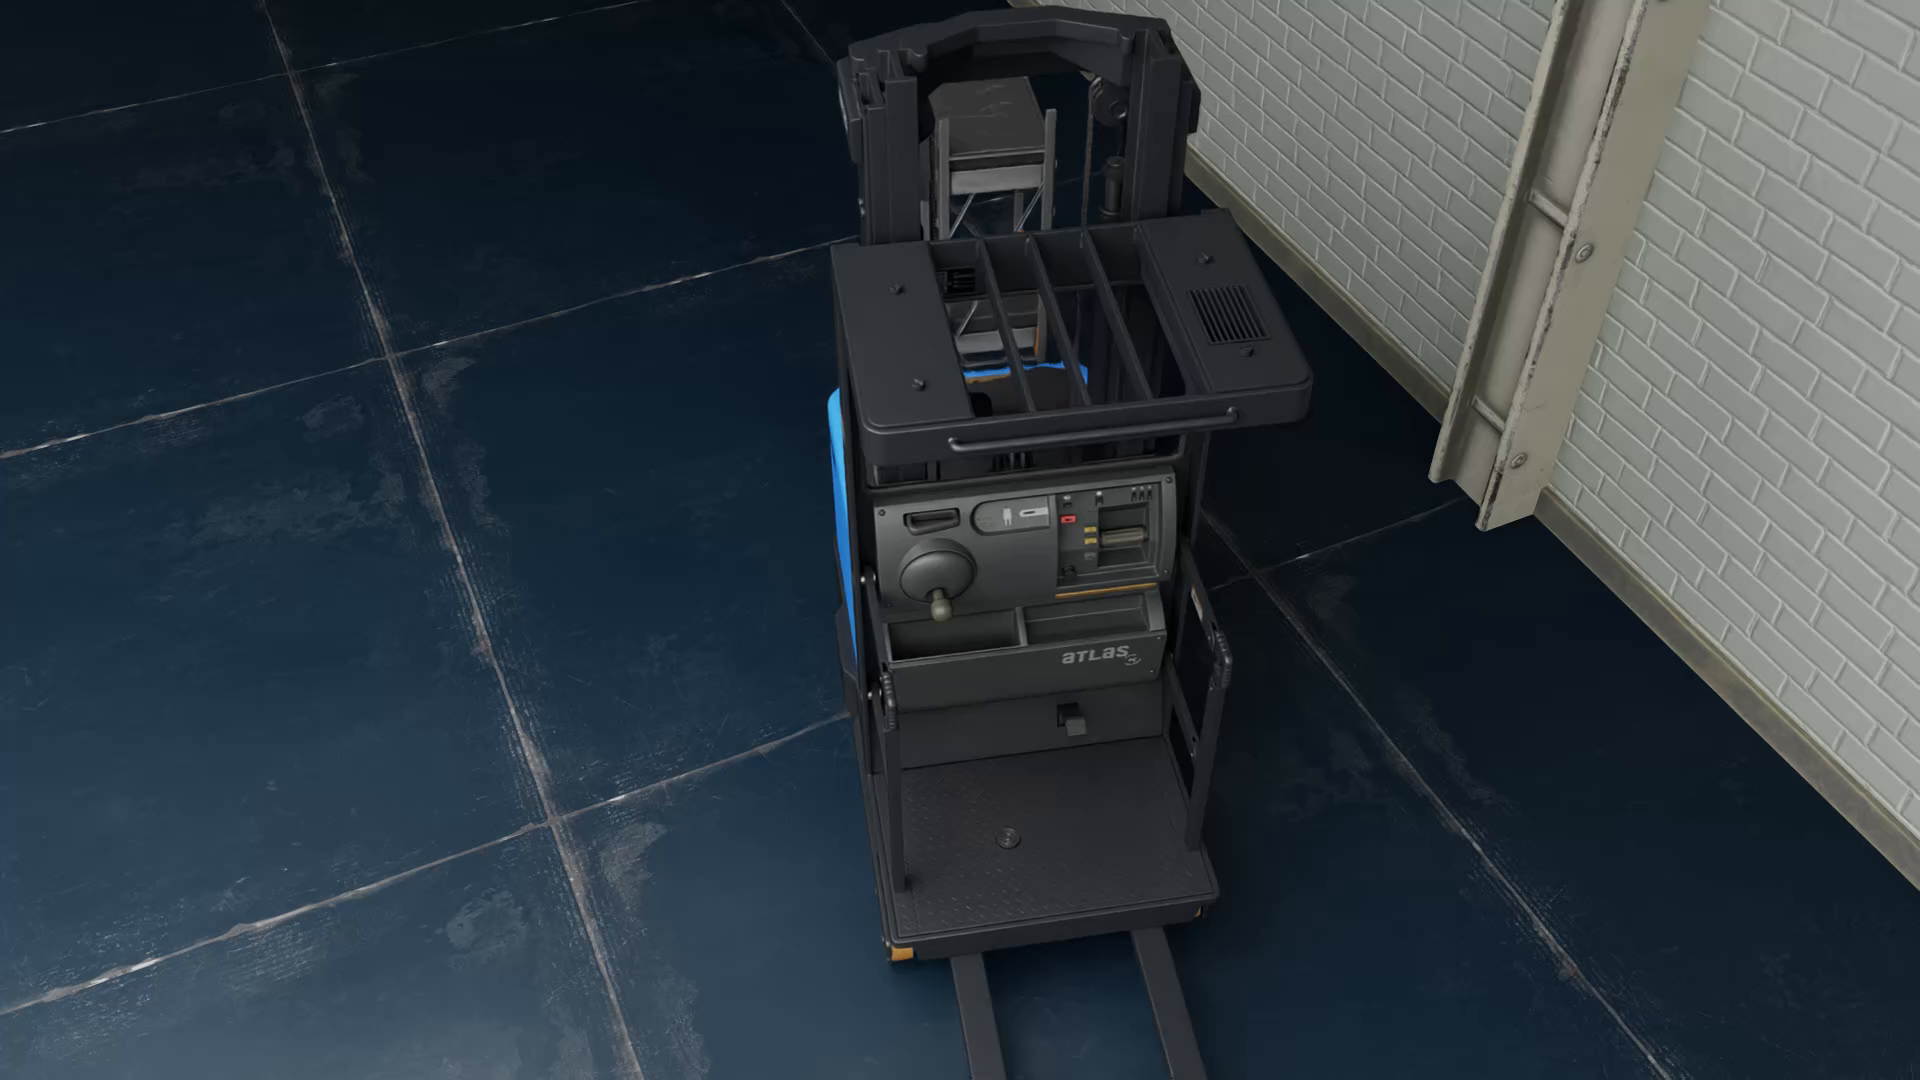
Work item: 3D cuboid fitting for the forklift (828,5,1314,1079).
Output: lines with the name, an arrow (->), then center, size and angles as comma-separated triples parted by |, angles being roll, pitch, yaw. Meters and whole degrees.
forklift -> 0.242, 0.107, 4.924 | 1.130, 2.935, 3.031 | -7, 45, -7

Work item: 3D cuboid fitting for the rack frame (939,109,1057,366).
rack frame -> 0.127, -0.677, 6.310 | 0.400, 2.100, 0.015 | -7, 45, -7

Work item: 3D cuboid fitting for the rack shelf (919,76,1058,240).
rack shelf -> 0.087, -1.335, 5.999 | 0.431, 0.518, 0.480 | -7, 45, -7

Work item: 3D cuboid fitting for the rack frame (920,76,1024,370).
rack frame -> 0.047, -1.015, 6.653 | 0.400, 2.100, 0.015 | -7, 45, -7

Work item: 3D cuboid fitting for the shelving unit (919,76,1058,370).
shelving unit -> 0.087, -0.846, 6.481 | 0.431, 2.100, 0.503 | -7, 45, -7

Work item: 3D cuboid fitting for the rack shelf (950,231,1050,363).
rack shelf -> 0.087, -0.837, 6.491 | 0.431, 0.518, 0.480 | -7, 45, -7

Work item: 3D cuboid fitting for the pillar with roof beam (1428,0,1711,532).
pillar with roof beam -> -1.603, -2.138, 2.878 | 9.100, 9.000, 0.400 | -18, 47, -17
